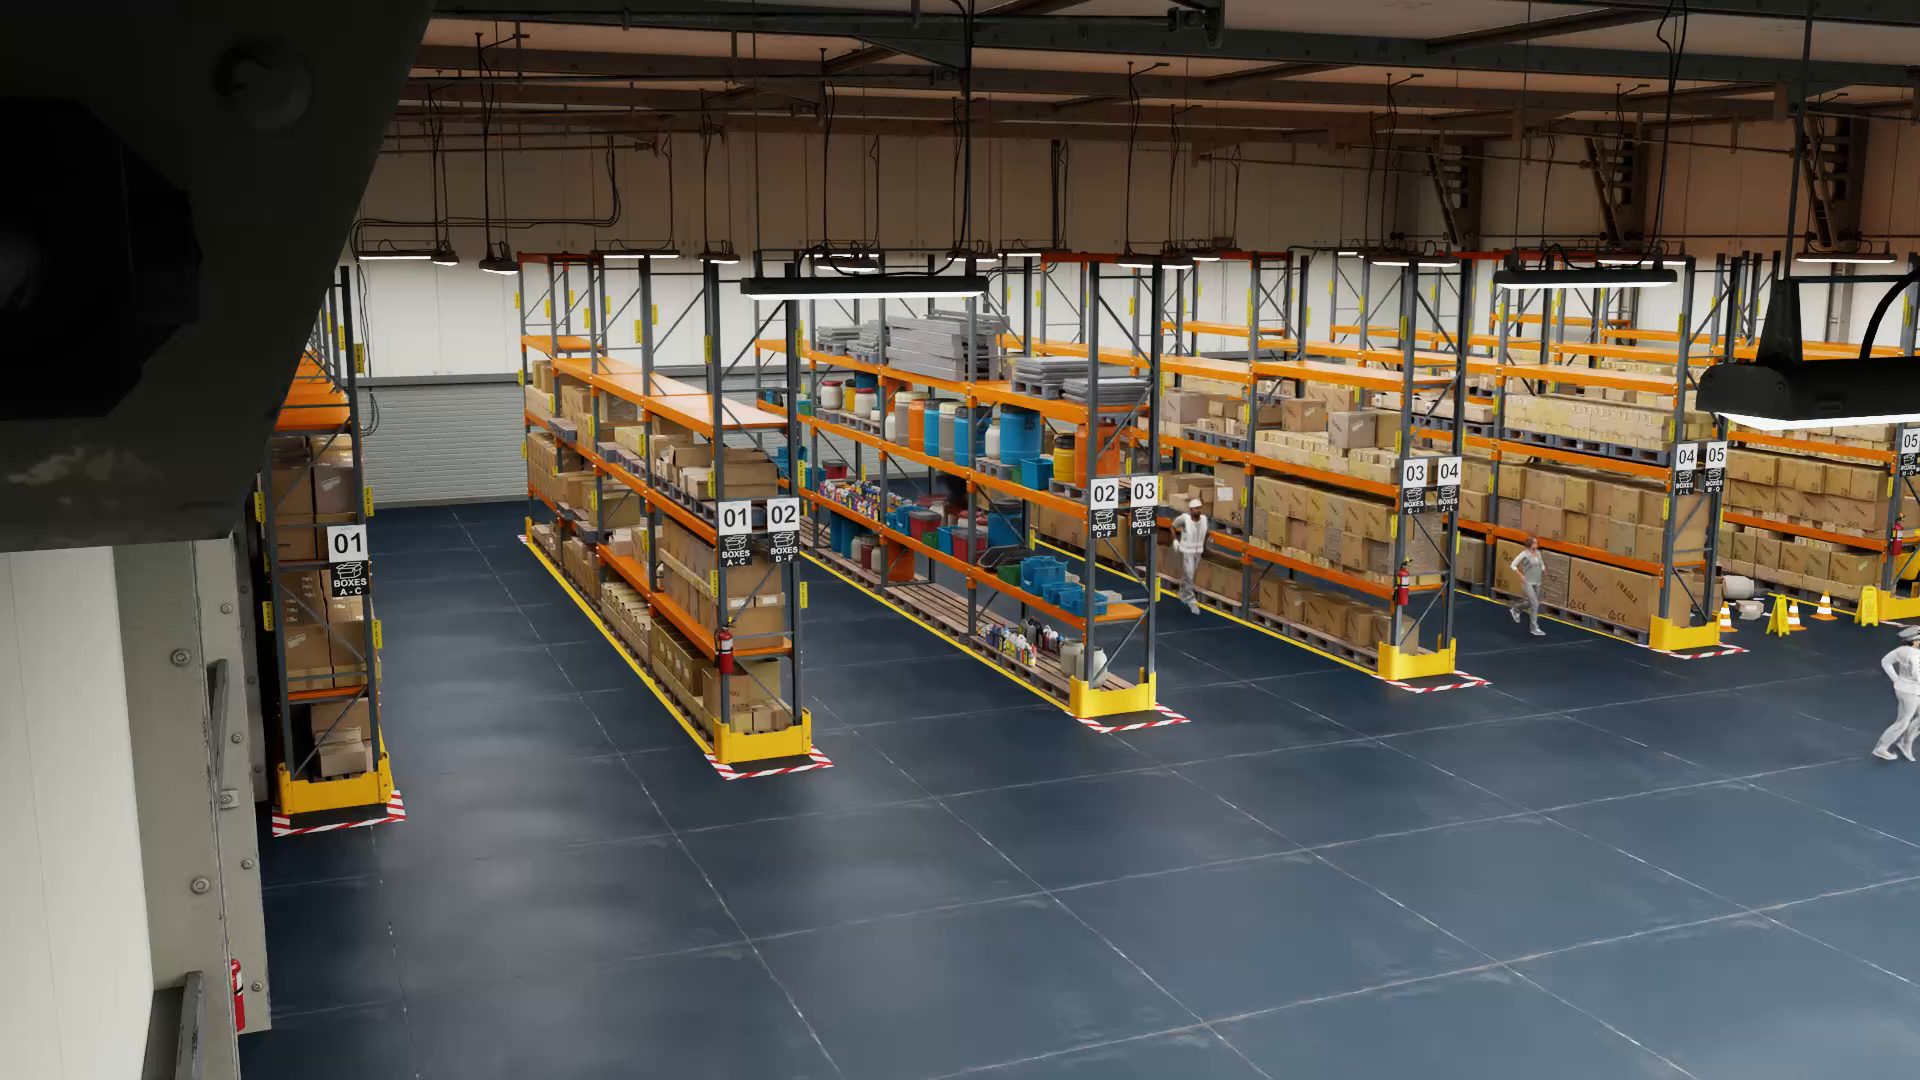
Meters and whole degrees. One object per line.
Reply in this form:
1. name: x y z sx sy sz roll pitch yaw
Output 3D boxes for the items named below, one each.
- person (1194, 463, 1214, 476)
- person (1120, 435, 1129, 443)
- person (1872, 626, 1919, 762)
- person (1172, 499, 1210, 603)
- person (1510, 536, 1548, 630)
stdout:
1. person: 6.158 -2.060 41.394 0.812 1.804 0.586 7 13 34
2. person: 4.011 -1.868 40.790 0.771 1.472 0.553 8 13 39
3. person: 11.479 1.876 20.110 0.703 1.725 0.576 3 11 15
4. person: 3.780 0.149 27.337 0.596 1.708 0.687 -5 12 -27
5. person: 9.143 0.671 26.779 0.547 1.503 0.717 -5 12 -27
